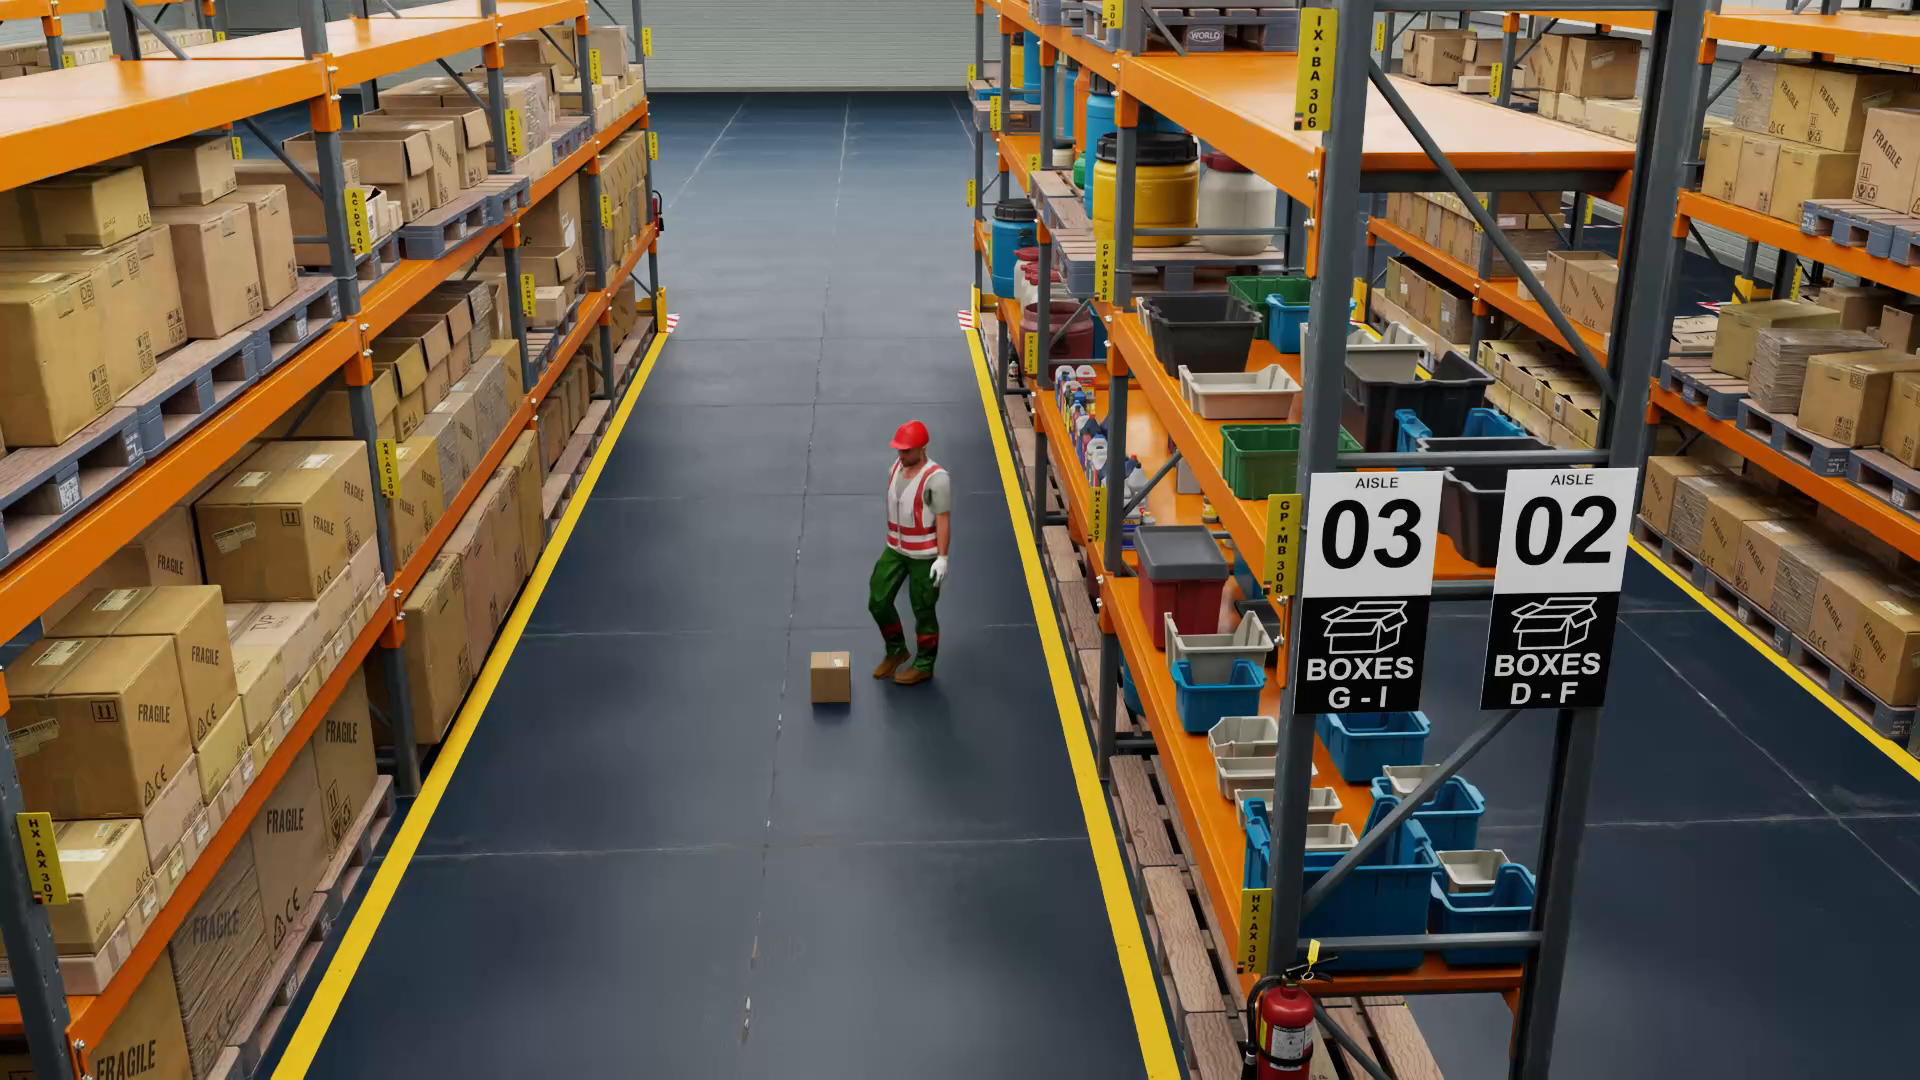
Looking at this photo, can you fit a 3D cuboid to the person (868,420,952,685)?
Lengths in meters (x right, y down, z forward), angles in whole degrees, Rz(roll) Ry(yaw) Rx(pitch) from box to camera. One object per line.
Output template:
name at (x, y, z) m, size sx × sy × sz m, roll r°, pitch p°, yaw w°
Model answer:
person at (-0.318, 0.110, 10.743) m, size 0.568 × 1.806 × 0.441 m, roll 17°, pitch 26°, yaw 38°
